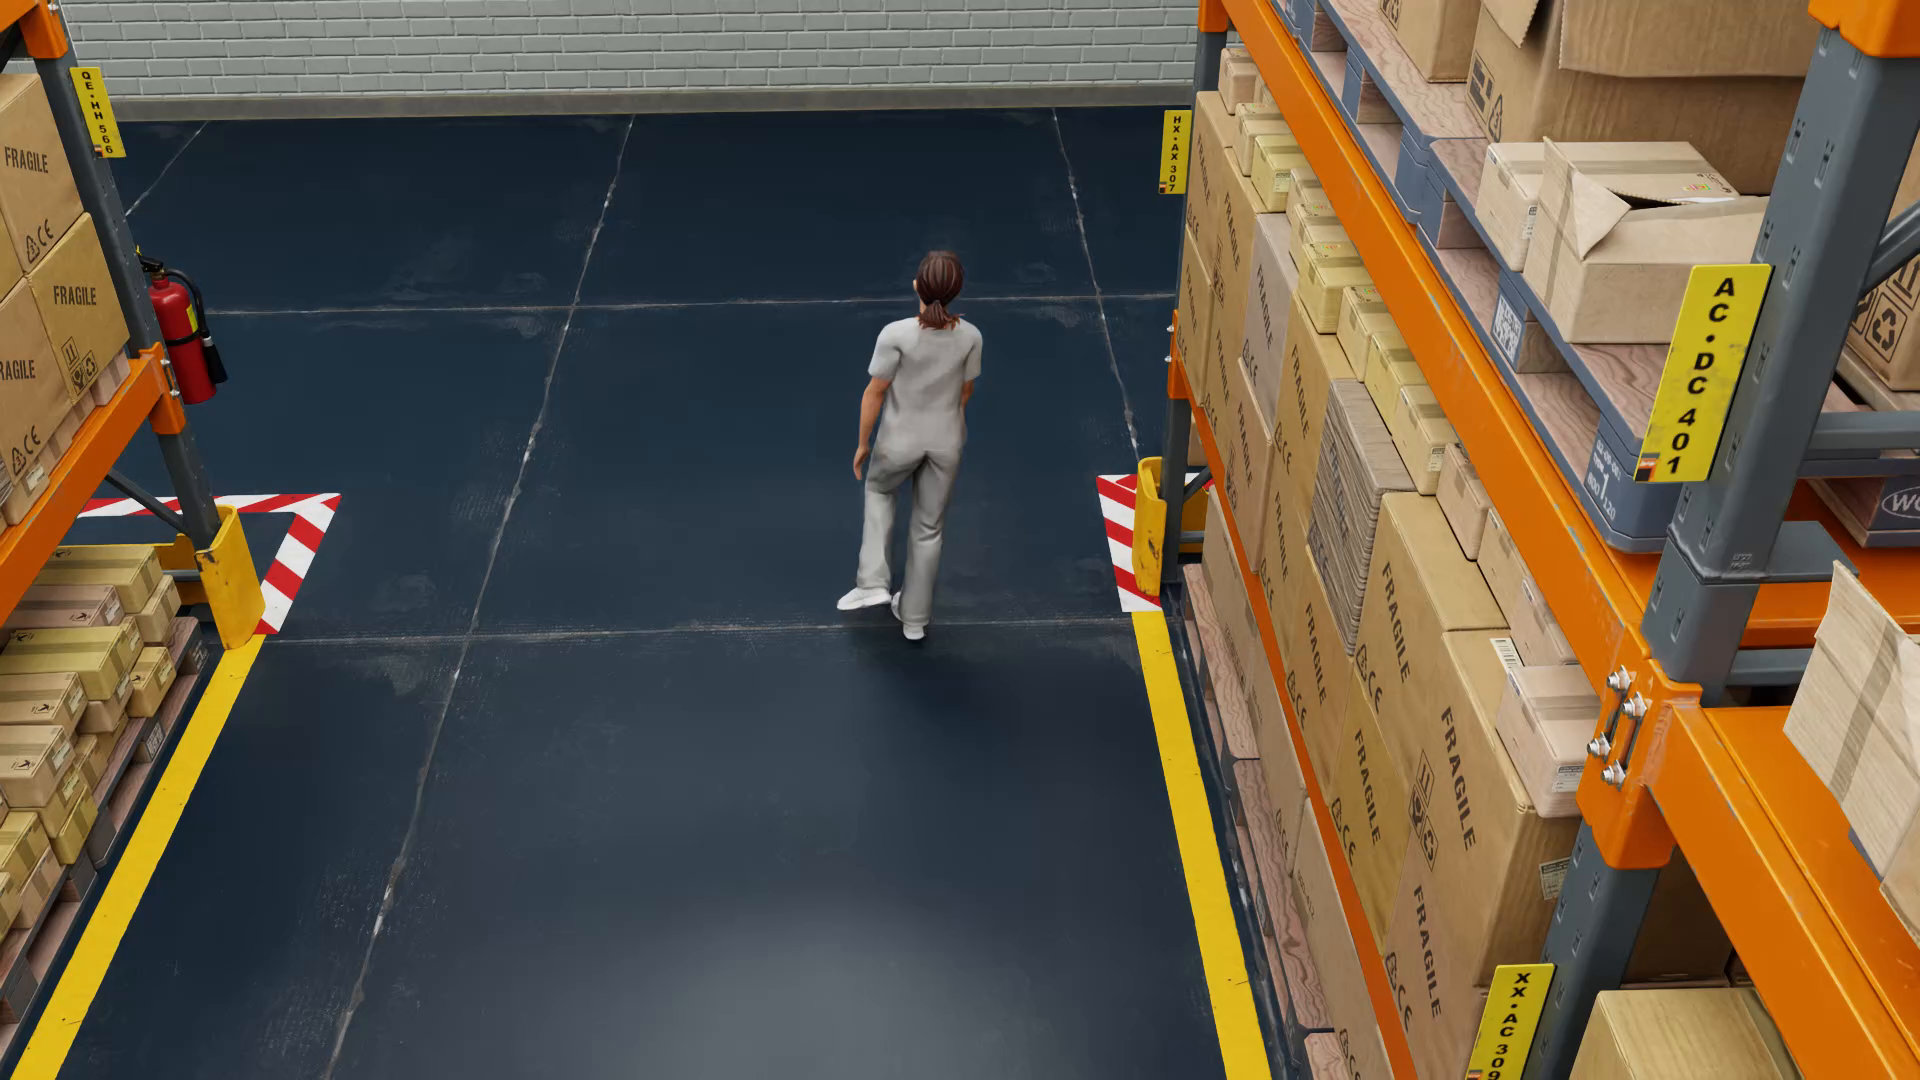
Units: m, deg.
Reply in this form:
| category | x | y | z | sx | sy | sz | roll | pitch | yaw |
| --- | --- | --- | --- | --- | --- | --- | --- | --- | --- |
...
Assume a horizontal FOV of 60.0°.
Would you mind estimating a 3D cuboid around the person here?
| category | x | y | z | sx | sy | sz | roll | pitch | yaw |
| --- | --- | --- | --- | --- | --- | --- | --- | --- | --- |
| person | -0.216 | -0.378 | 6.644 | 0.613 | 1.649 | 0.480 | -5 | 36 | -7 |
